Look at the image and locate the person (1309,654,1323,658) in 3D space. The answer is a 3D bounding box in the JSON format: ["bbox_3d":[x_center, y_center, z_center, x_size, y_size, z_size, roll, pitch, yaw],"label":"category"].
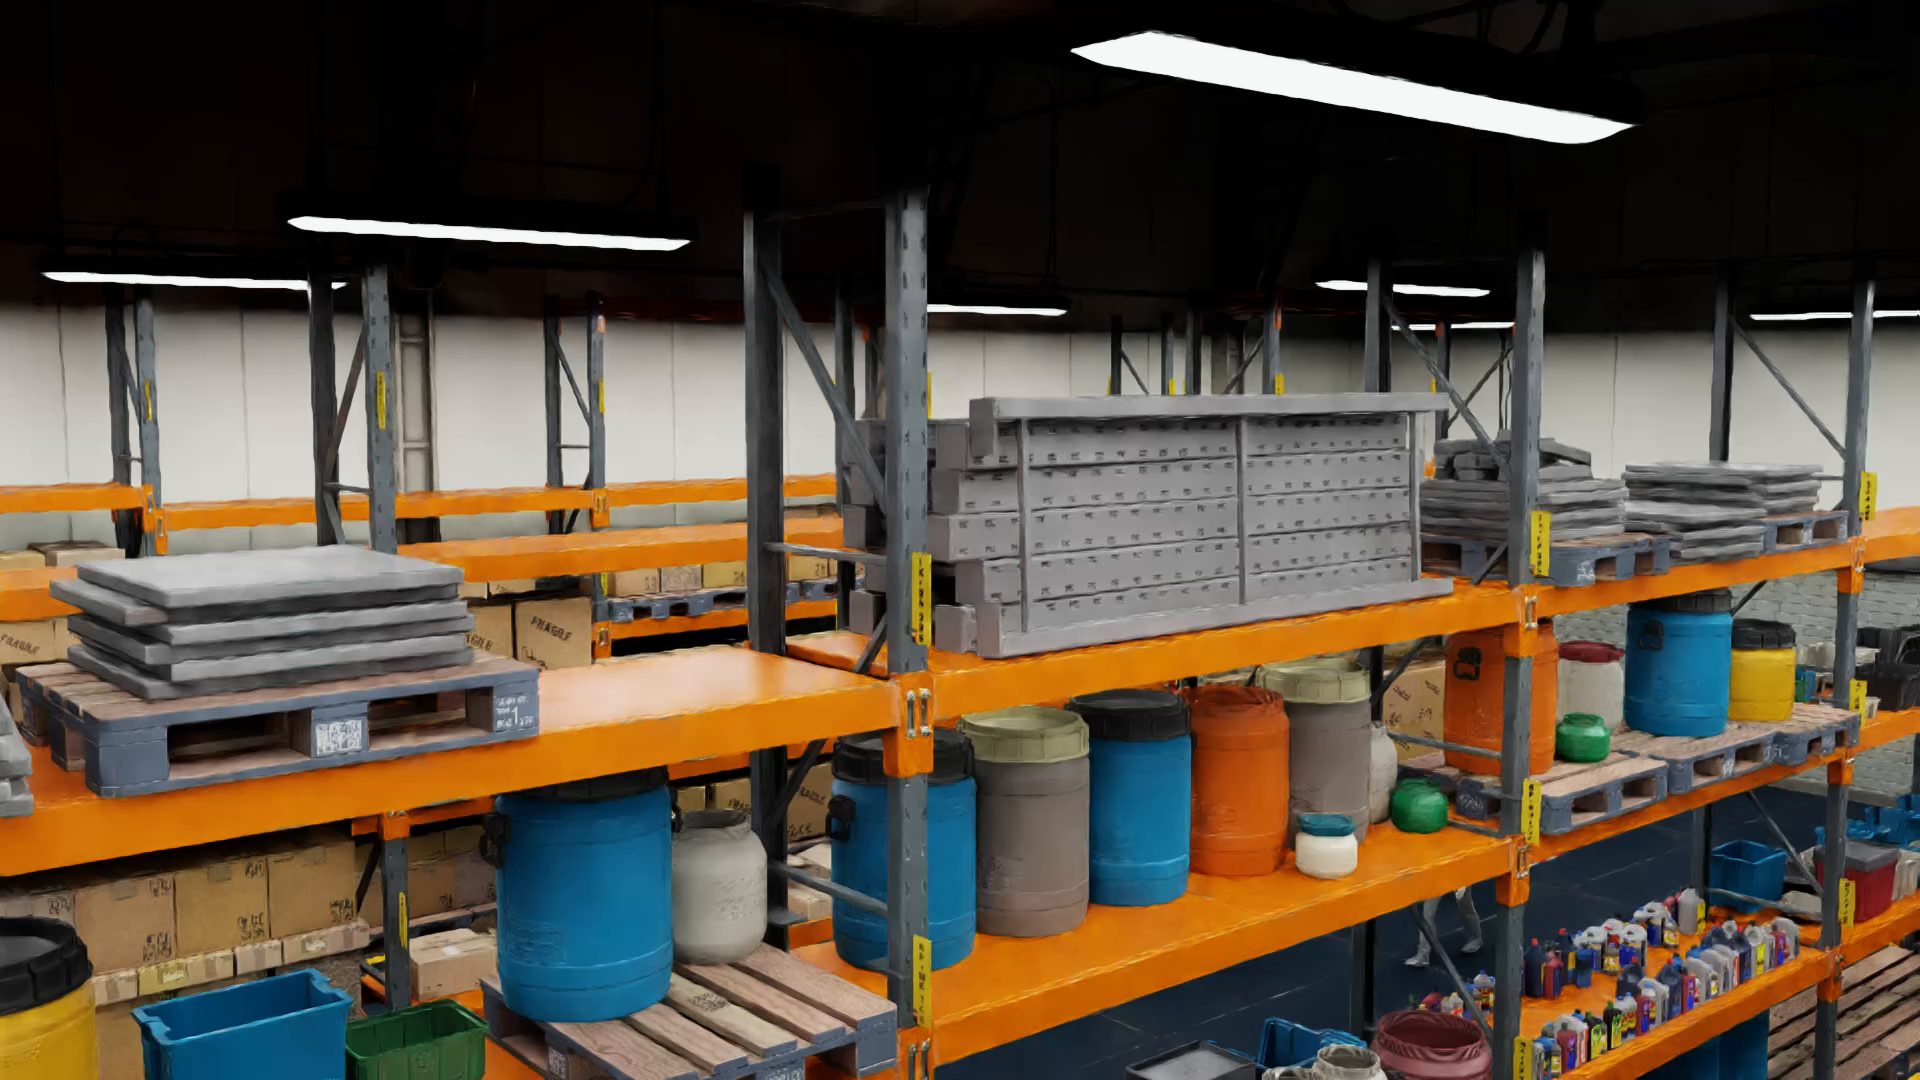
[{"bbox_3d":[5.066,1.903,24.632,0.609,1.704,0.578,1,6,14],"label":"person"}]

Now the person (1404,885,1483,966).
[{"bbox_3d":[4.338,2.934,14.714,0.998,1.625,0.500,-5,7,-41],"label":"person"}]
